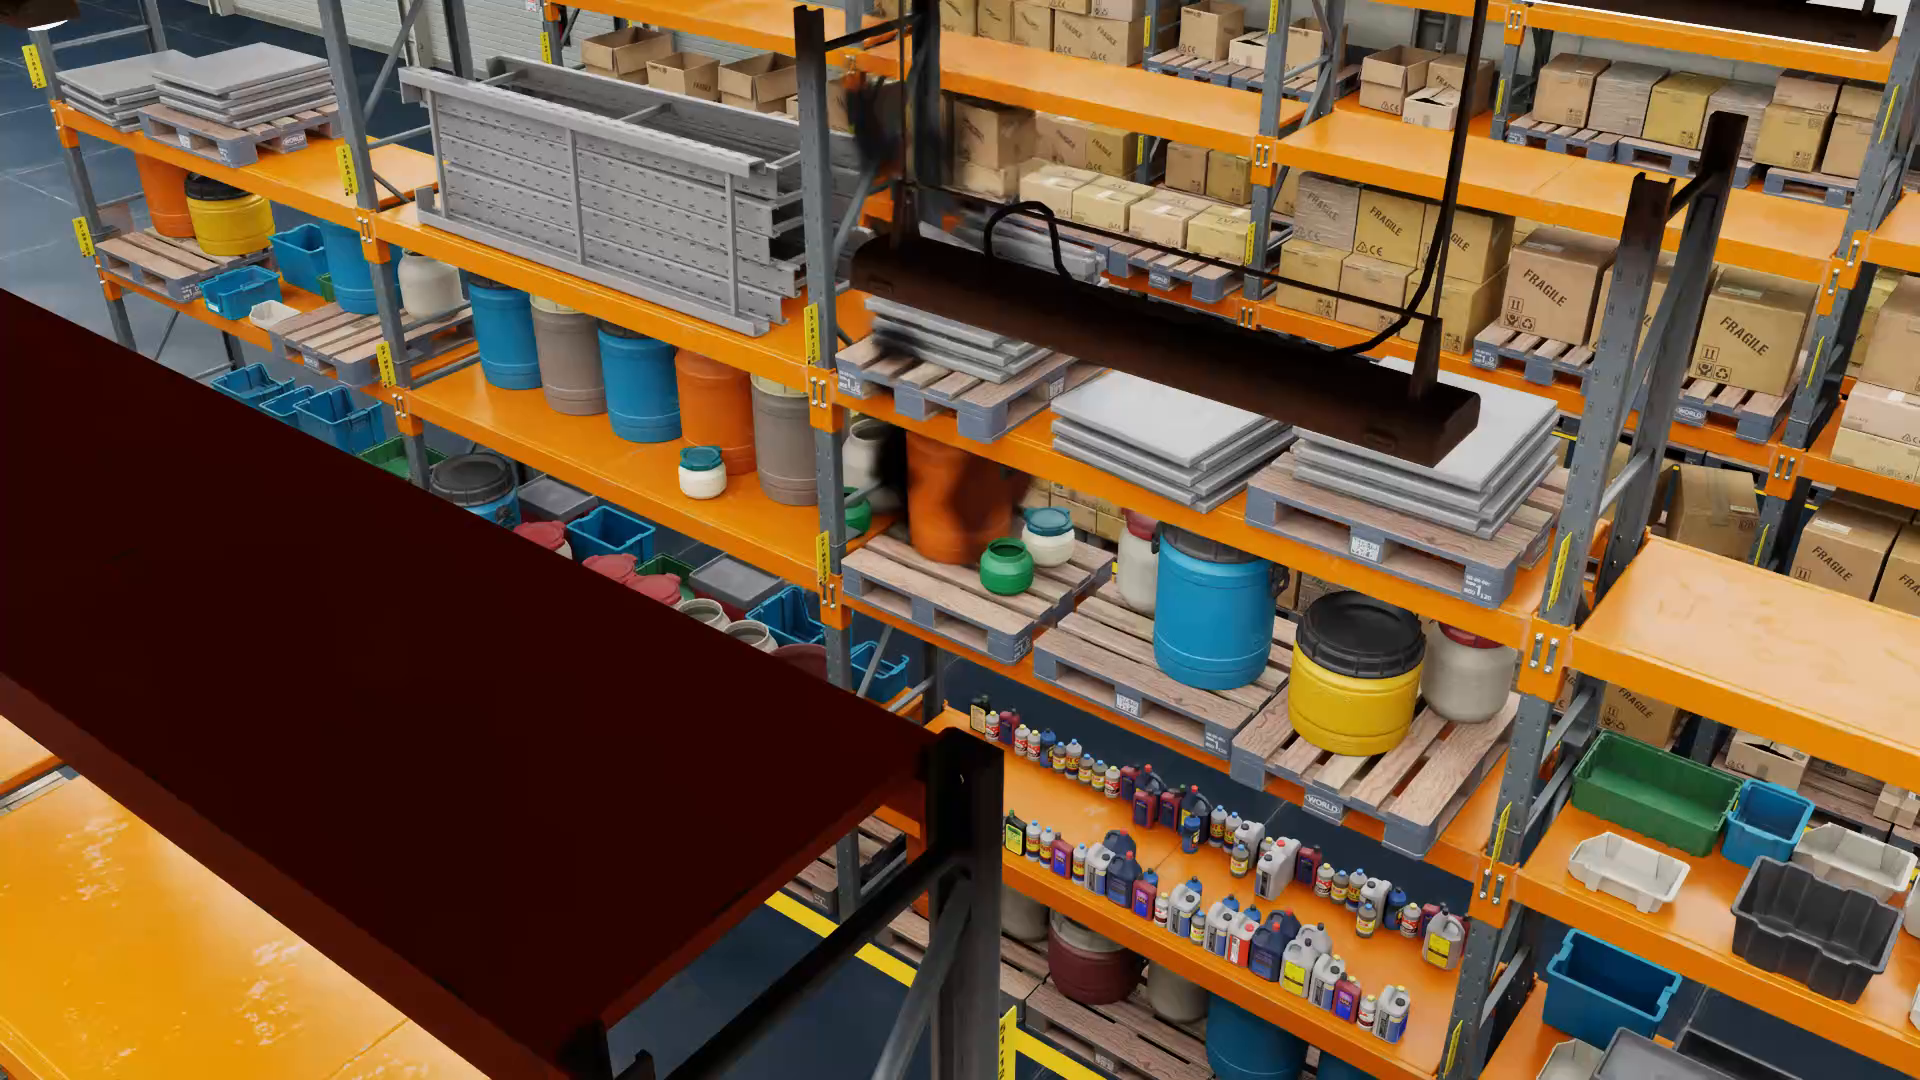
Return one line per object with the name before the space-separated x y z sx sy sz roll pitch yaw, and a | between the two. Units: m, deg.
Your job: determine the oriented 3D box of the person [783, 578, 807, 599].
person | -1.614 -0.052 13.735 0.563 1.697 0.710 21 37 31
